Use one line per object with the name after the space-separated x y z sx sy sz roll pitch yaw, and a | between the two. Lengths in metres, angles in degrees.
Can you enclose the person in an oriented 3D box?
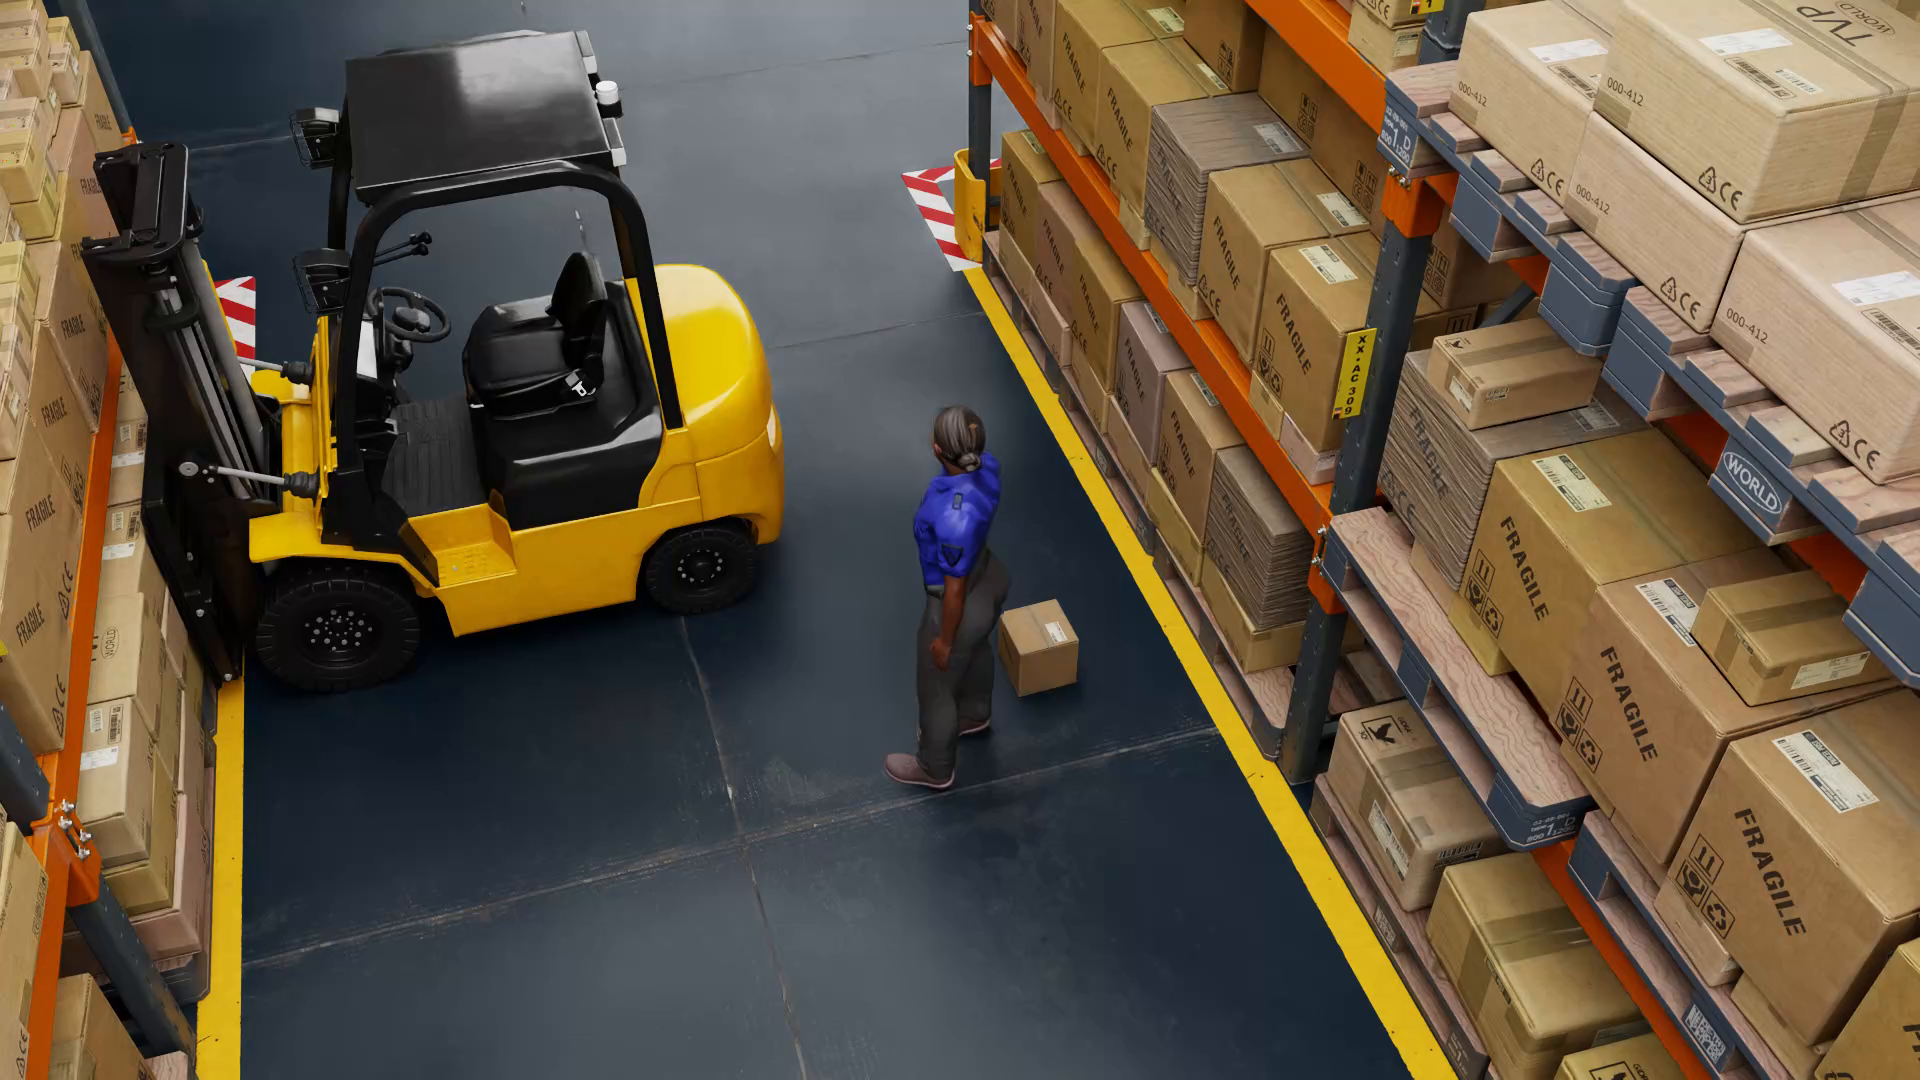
-0.043 0.201 5.941 0.413 1.678 0.496 14 44 14 | person
